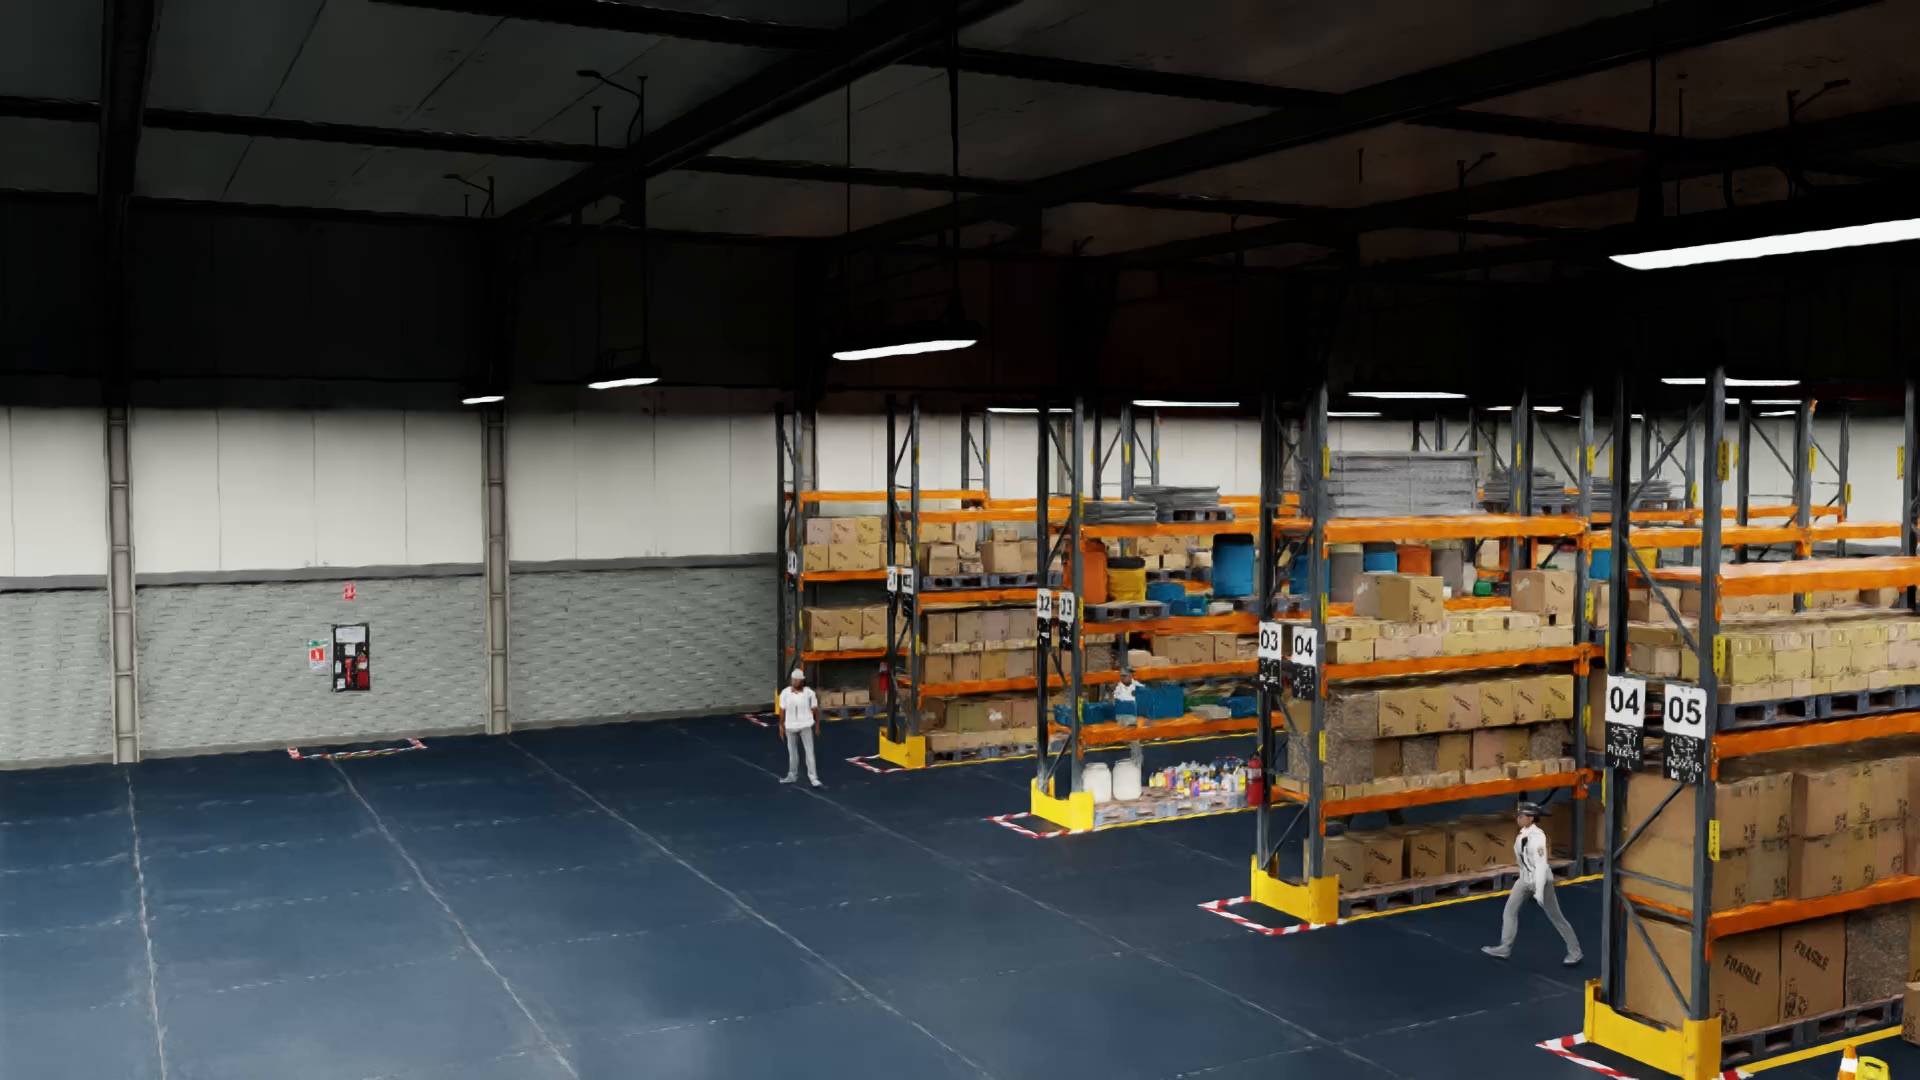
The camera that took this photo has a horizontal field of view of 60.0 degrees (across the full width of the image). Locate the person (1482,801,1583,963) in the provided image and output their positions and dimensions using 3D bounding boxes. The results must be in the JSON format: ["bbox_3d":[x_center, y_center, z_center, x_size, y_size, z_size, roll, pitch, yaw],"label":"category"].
[{"bbox_3d":[5.745,3.413,16.624,0.923,1.622,0.520,0,3,-5],"label":"person"}]

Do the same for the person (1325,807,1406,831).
[{"bbox_3d":[5.429,3.036,22.155,1.103,1.716,0.565,-1,3,-19],"label":"person"}]

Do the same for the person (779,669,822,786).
[{"bbox_3d":[-2.426,2.839,25.295,0.704,1.758,0.499,0,3,4],"label":"person"}]

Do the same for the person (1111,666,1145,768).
[{"bbox_3d":[2.732,2.821,26.329,0.840,1.693,0.663,-3,4,-44],"label":"person"}]
